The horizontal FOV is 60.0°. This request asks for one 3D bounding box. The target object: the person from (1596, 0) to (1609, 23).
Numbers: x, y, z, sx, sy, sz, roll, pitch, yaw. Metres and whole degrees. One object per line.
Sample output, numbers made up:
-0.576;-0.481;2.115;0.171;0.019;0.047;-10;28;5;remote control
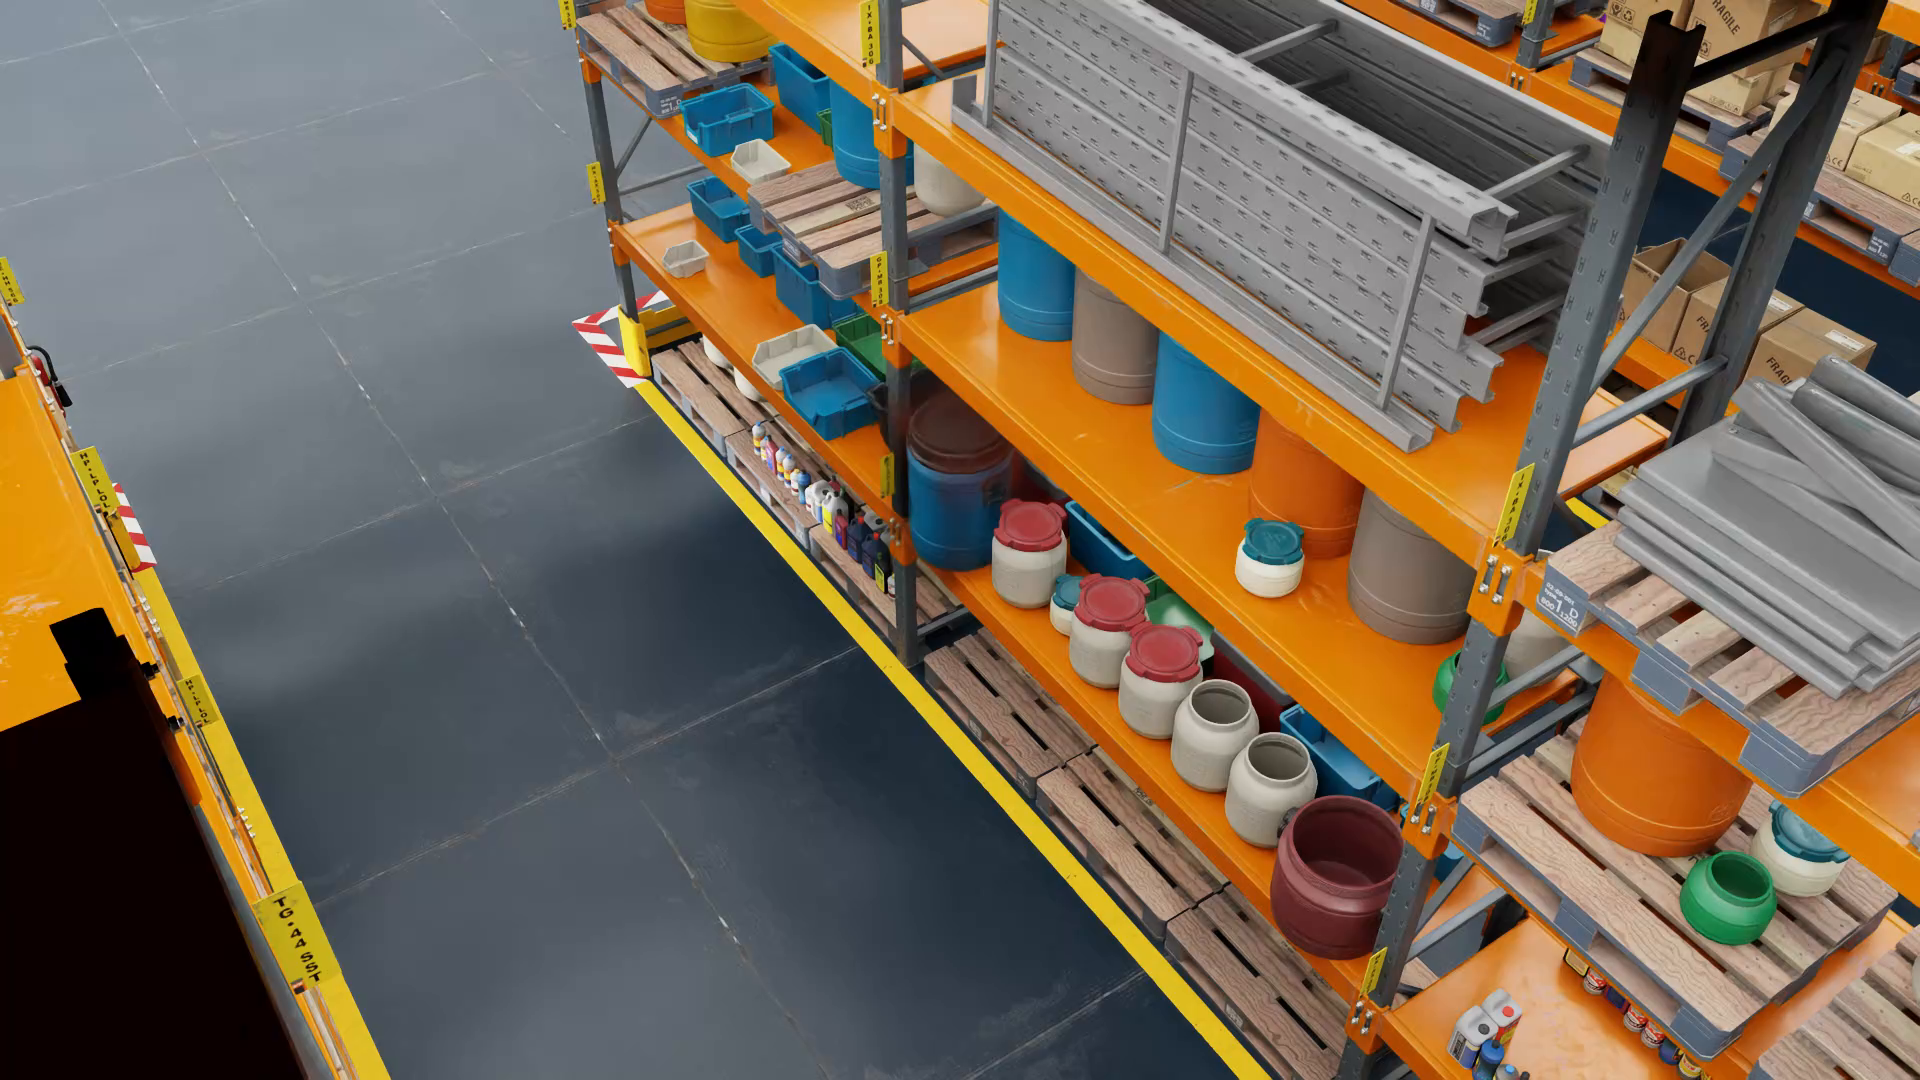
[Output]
5.870;-4.600;14.967;0.438;1.044;0.658;29;50;28;person
